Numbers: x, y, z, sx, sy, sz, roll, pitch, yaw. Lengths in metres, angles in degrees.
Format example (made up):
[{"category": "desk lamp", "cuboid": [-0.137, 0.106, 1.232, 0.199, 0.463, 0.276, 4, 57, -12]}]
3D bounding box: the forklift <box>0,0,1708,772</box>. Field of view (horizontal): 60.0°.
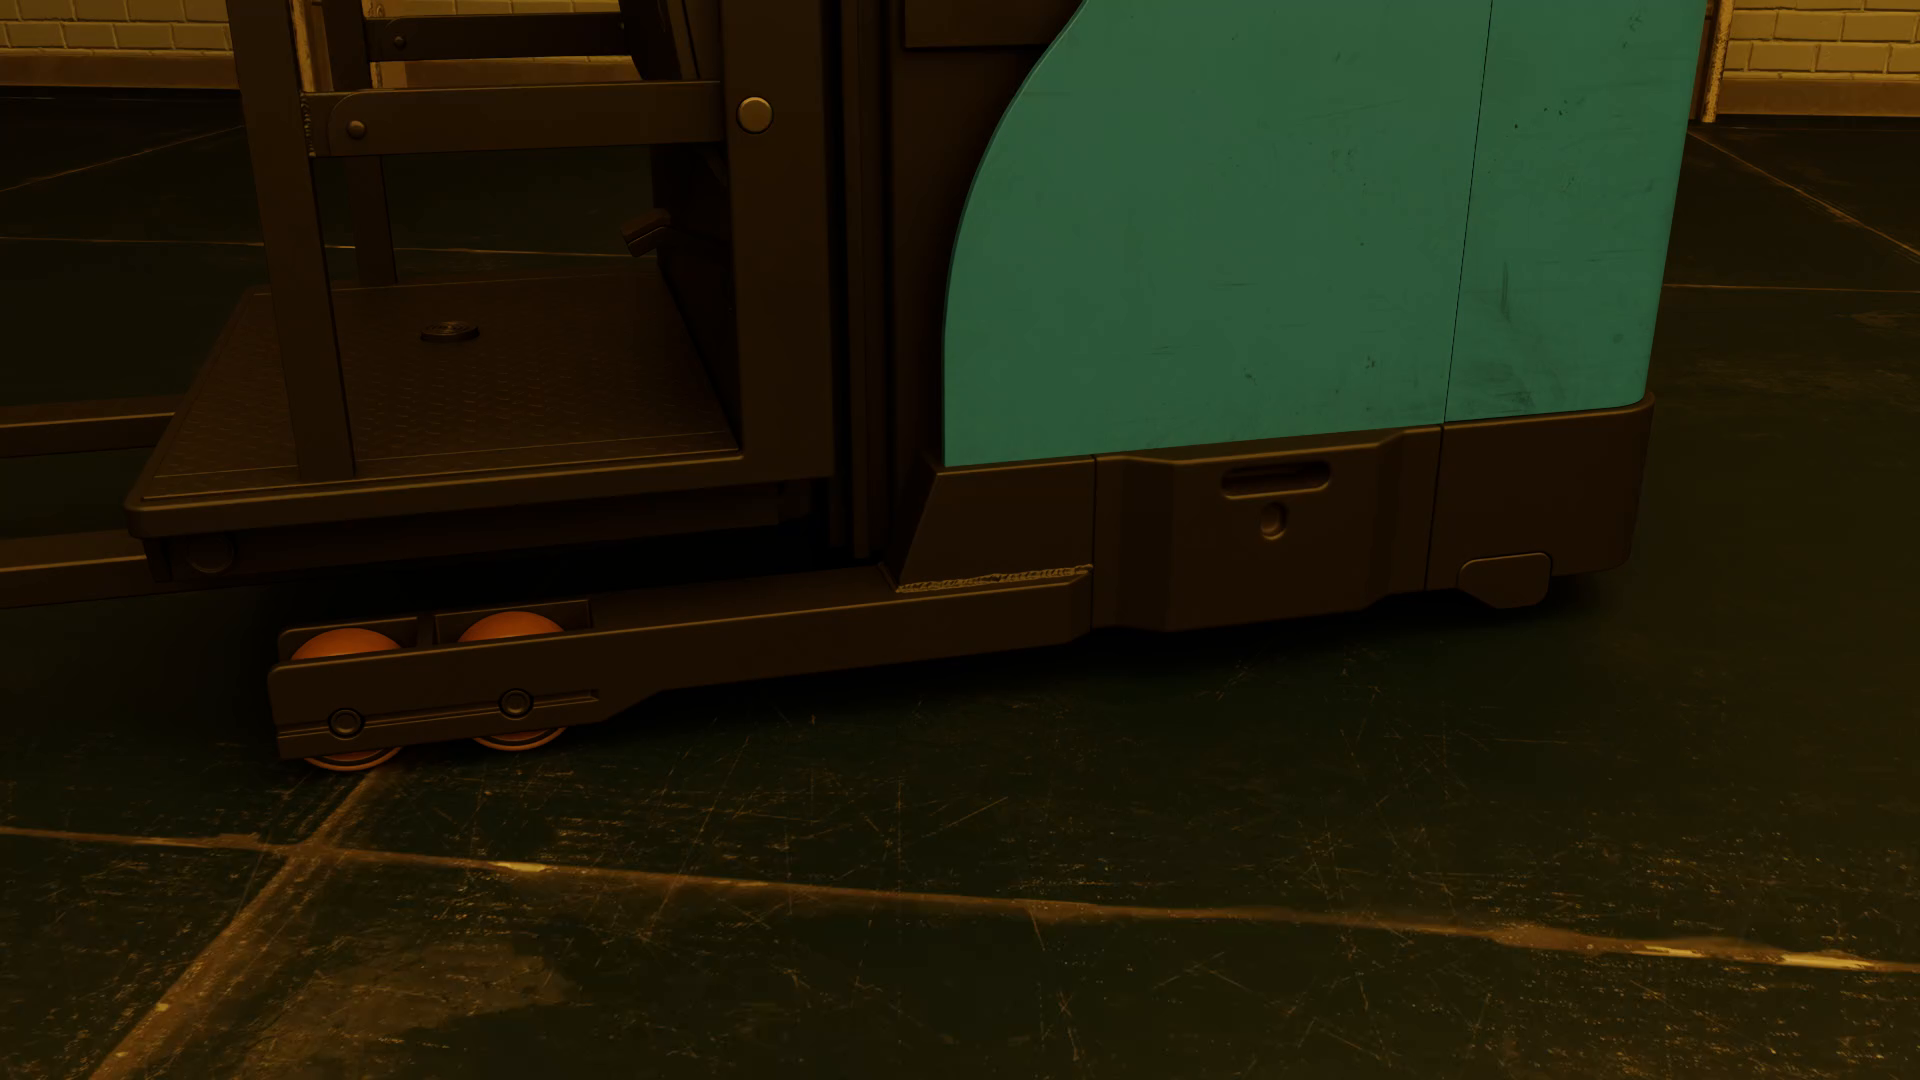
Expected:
[{"category": "forklift", "cuboid": [-0.588, -1.301, 1.985, 3.031, 2.935, 1.130, -6, 23, -14]}]
